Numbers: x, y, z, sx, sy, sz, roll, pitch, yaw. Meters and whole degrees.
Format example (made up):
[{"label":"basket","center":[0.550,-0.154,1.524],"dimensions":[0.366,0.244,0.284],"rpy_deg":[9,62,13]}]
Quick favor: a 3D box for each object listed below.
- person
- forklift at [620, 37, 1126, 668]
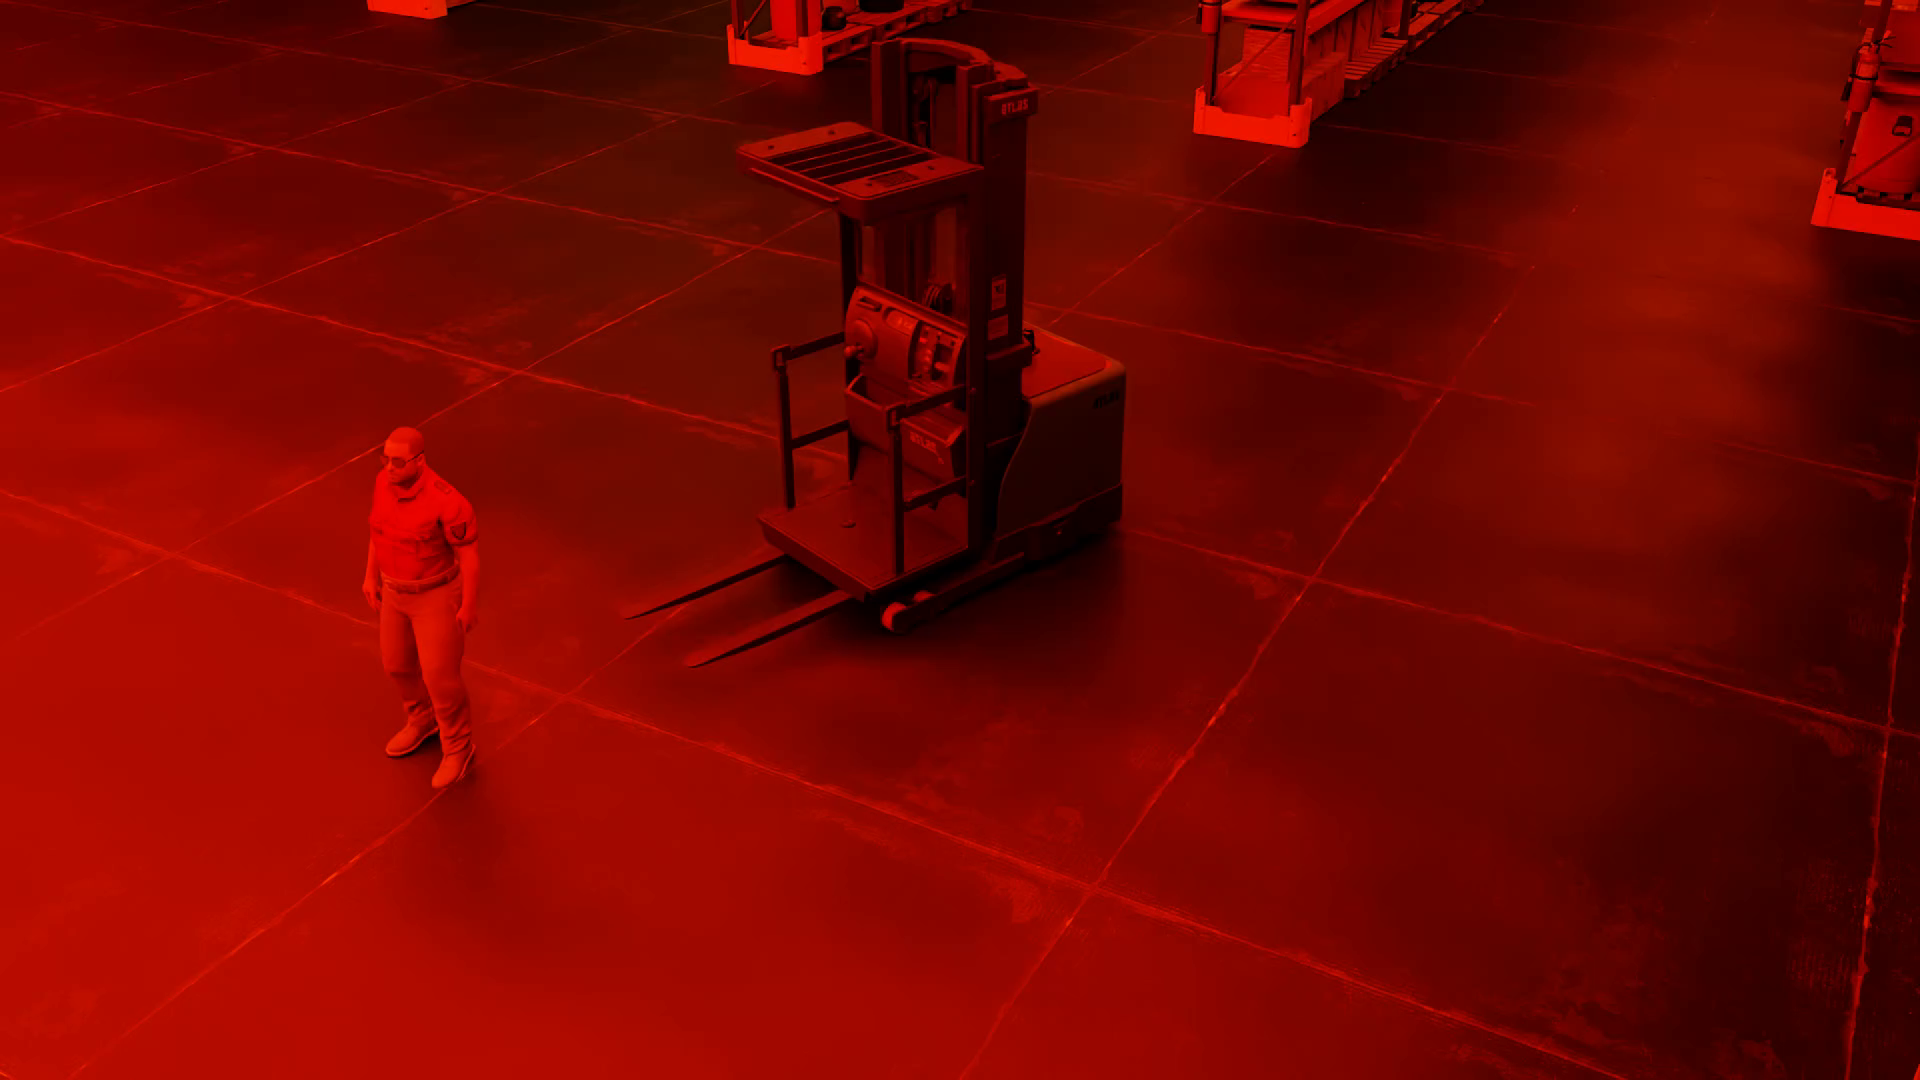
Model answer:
[{"label":"person","center":[-2.562,0.305,7.781],"dimensions":[0.620,1.754,0.483],"rpy_deg":[16,33,25]},{"label":"forklift","center":[-0.461,-1.054,8.896],"dimensions":[3.031,2.935,1.130],"rpy_deg":[-24,38,-35]}]
